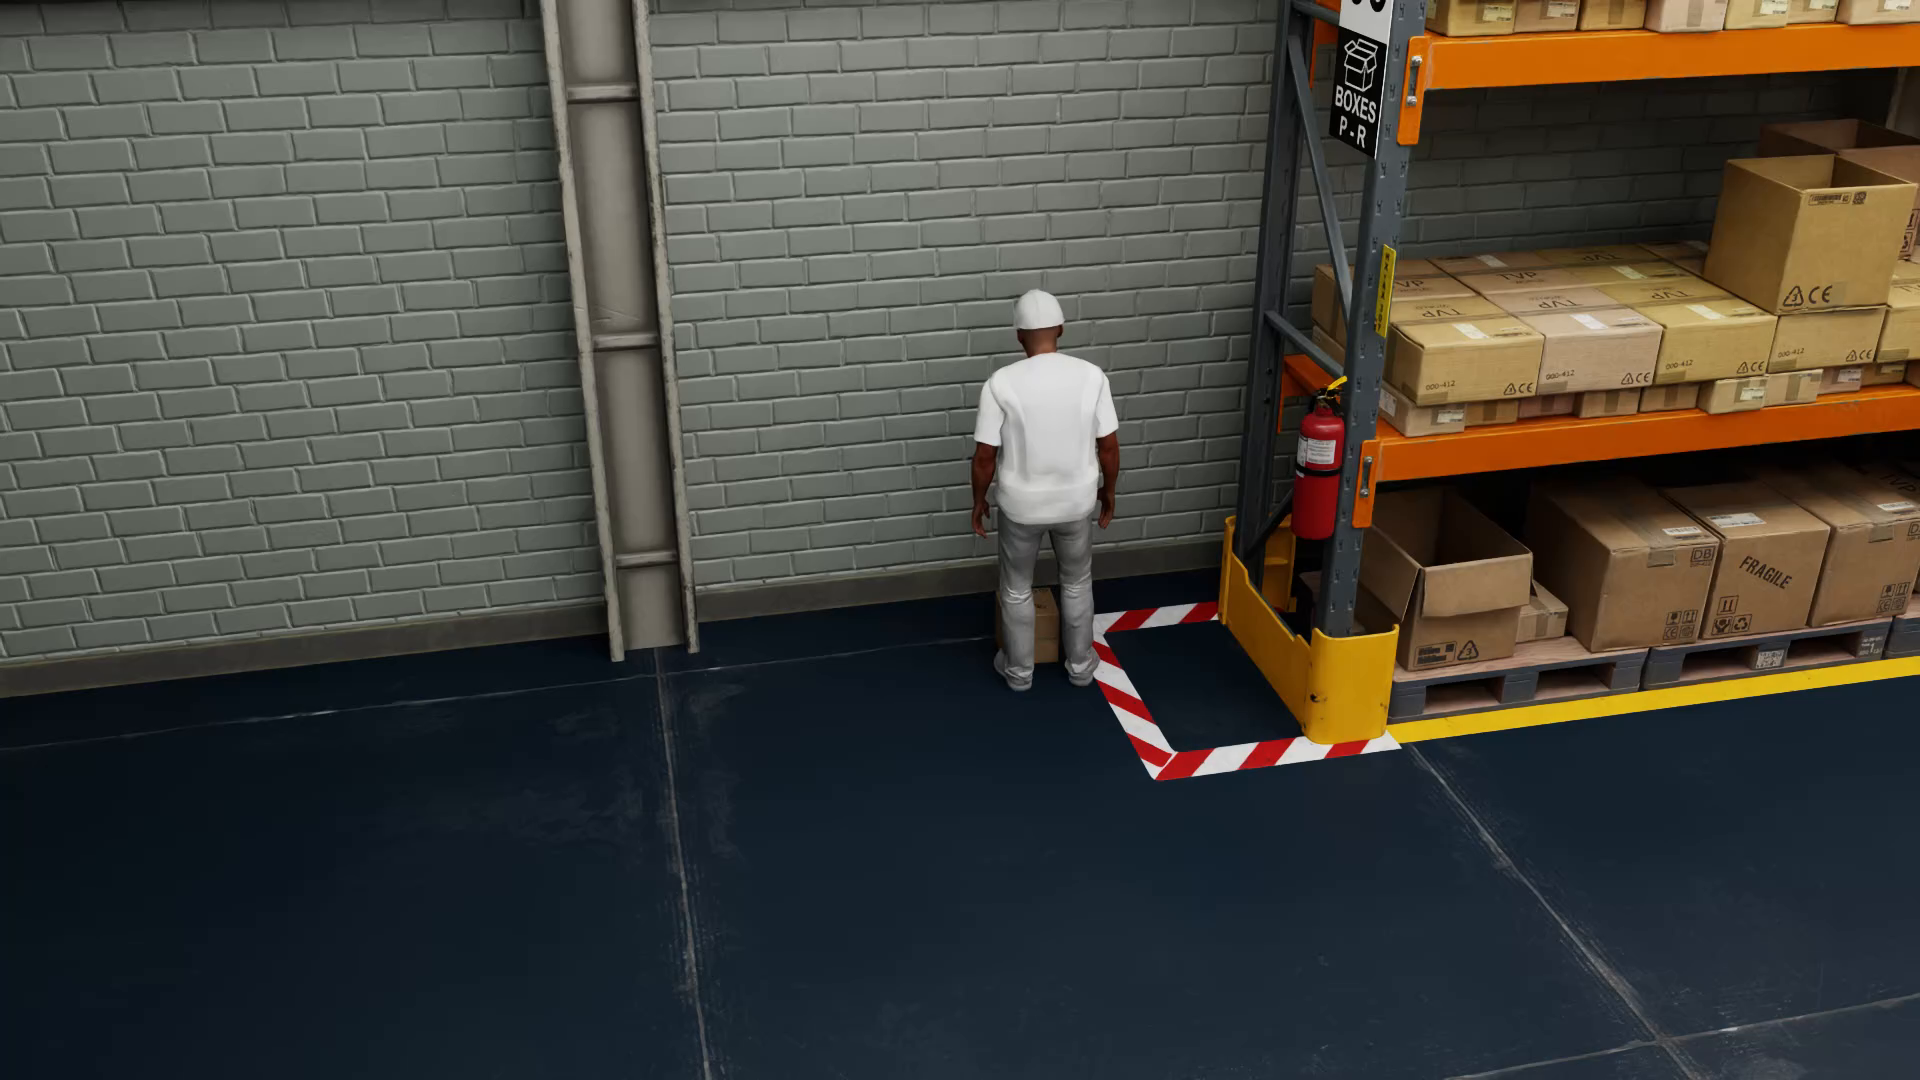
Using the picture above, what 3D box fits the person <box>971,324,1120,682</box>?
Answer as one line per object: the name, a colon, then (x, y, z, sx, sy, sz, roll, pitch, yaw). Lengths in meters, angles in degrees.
person: (0.349, -0.196, 6.963, 0.627, 1.659, 0.358, -4, 27, -7)
